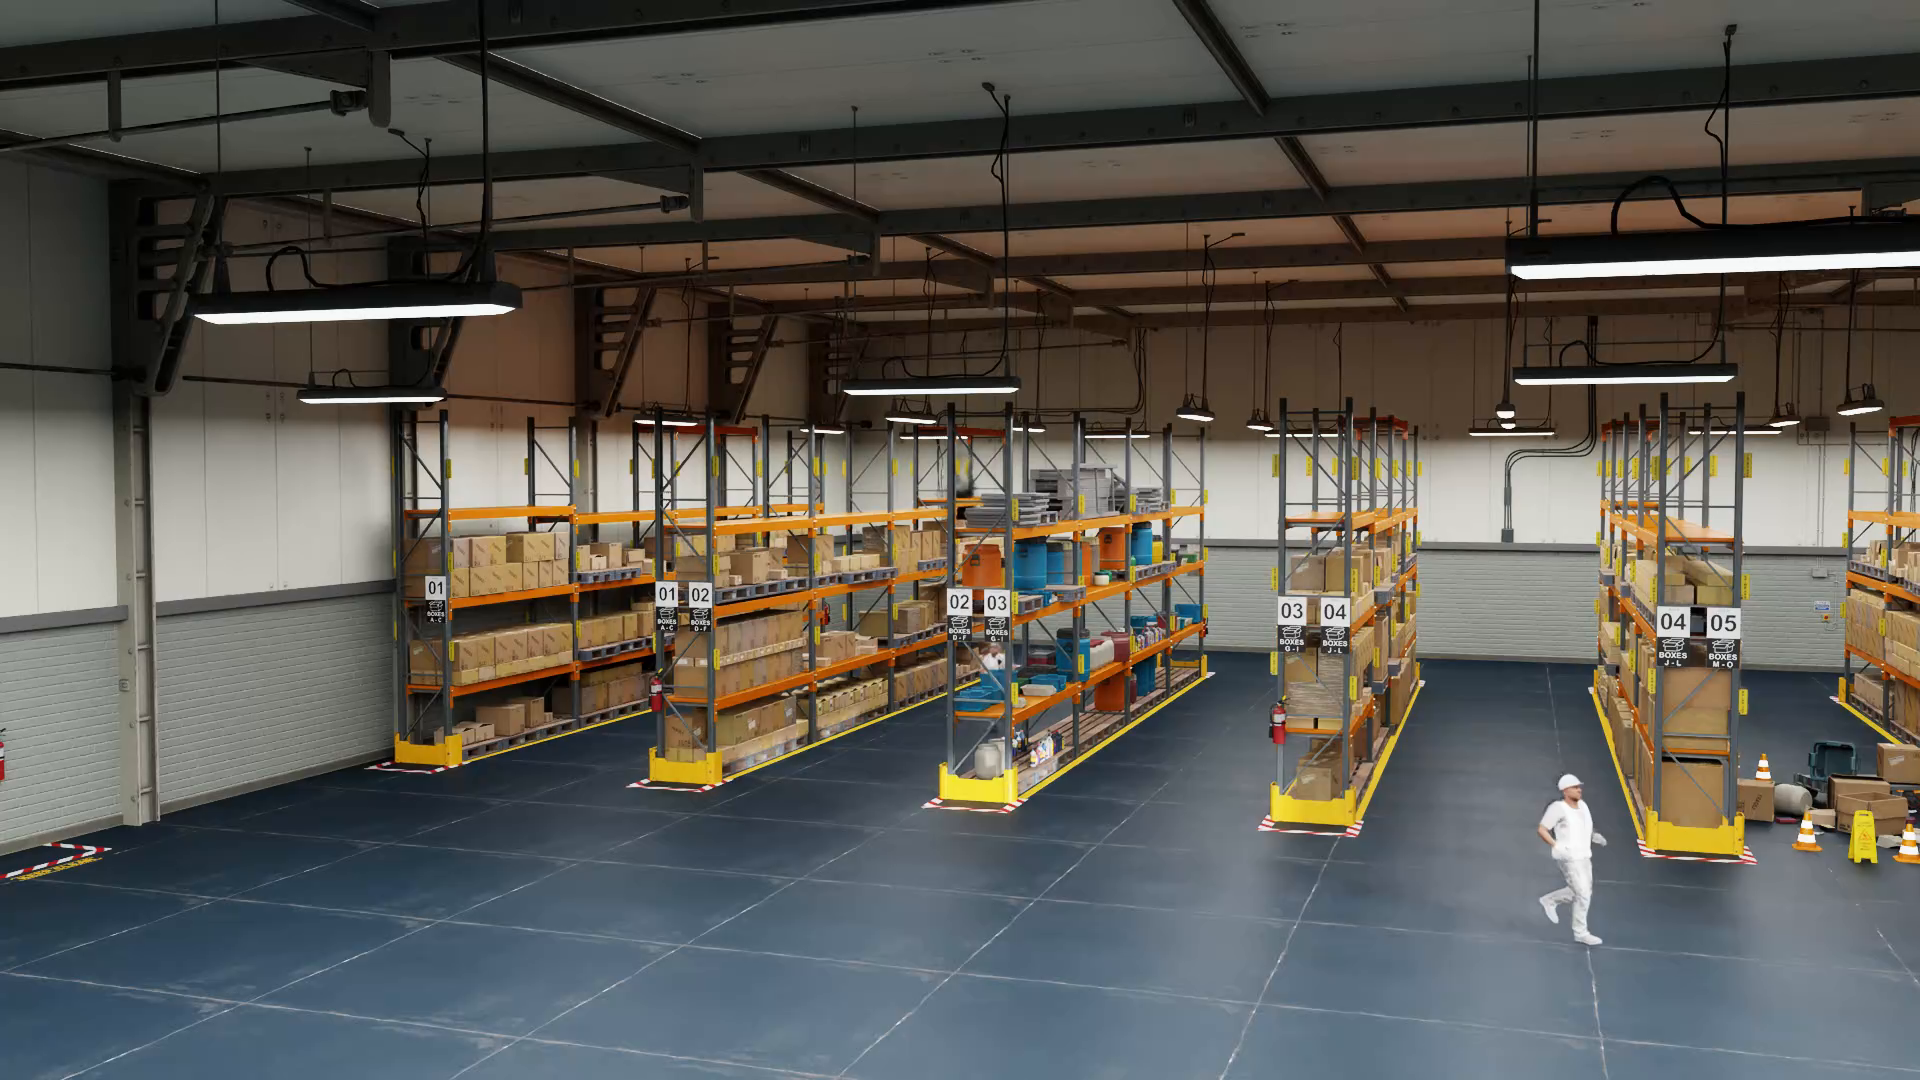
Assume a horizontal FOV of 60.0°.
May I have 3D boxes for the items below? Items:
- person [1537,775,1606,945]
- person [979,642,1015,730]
[{"bbox_3d":[6.478,3.369,17.679,0.696,1.750,0.818,-2,3,-35],"label":"person"},{"bbox_3d":[0.682,2.763,31.801,0.713,1.728,0.607,1,3,22],"label":"person"}]
